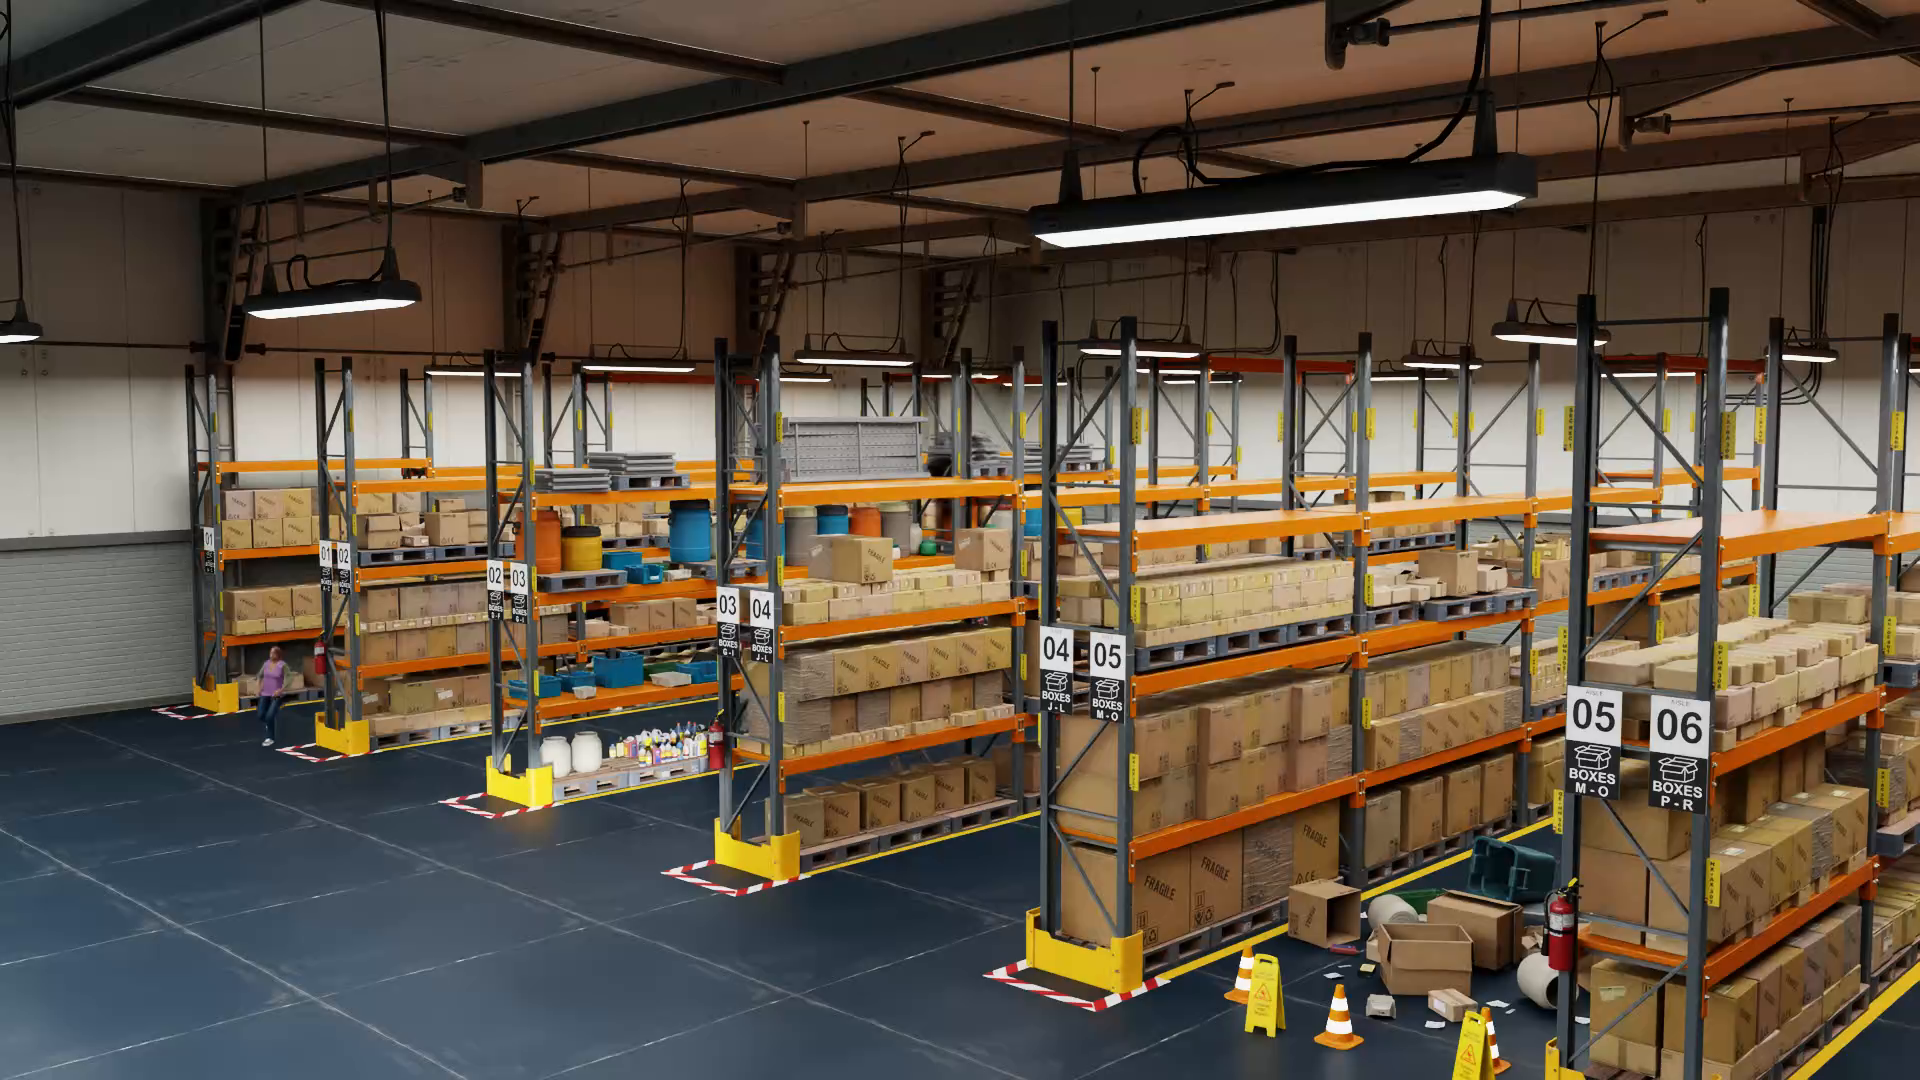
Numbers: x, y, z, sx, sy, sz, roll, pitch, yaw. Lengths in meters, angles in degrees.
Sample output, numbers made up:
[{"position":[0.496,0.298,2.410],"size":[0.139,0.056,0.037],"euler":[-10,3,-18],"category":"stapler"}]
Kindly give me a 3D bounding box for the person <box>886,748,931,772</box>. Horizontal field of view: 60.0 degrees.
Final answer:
[{"position":[-0.730,2.548,22.808],"size":[0.668,1.742,0.941],"euler":[4,6,40],"category":"person"}]

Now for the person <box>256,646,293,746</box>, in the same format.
[{"position":[-10.693,2.423,25.933],"size":[0.580,1.549,0.466],"euler":[0,4,-2],"category":"person"}]

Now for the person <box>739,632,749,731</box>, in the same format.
[{"position":[-3.506,2.205,27.307],"size":[0.599,1.831,0.852],"euler":[3,5,37],"category":"person"}]
